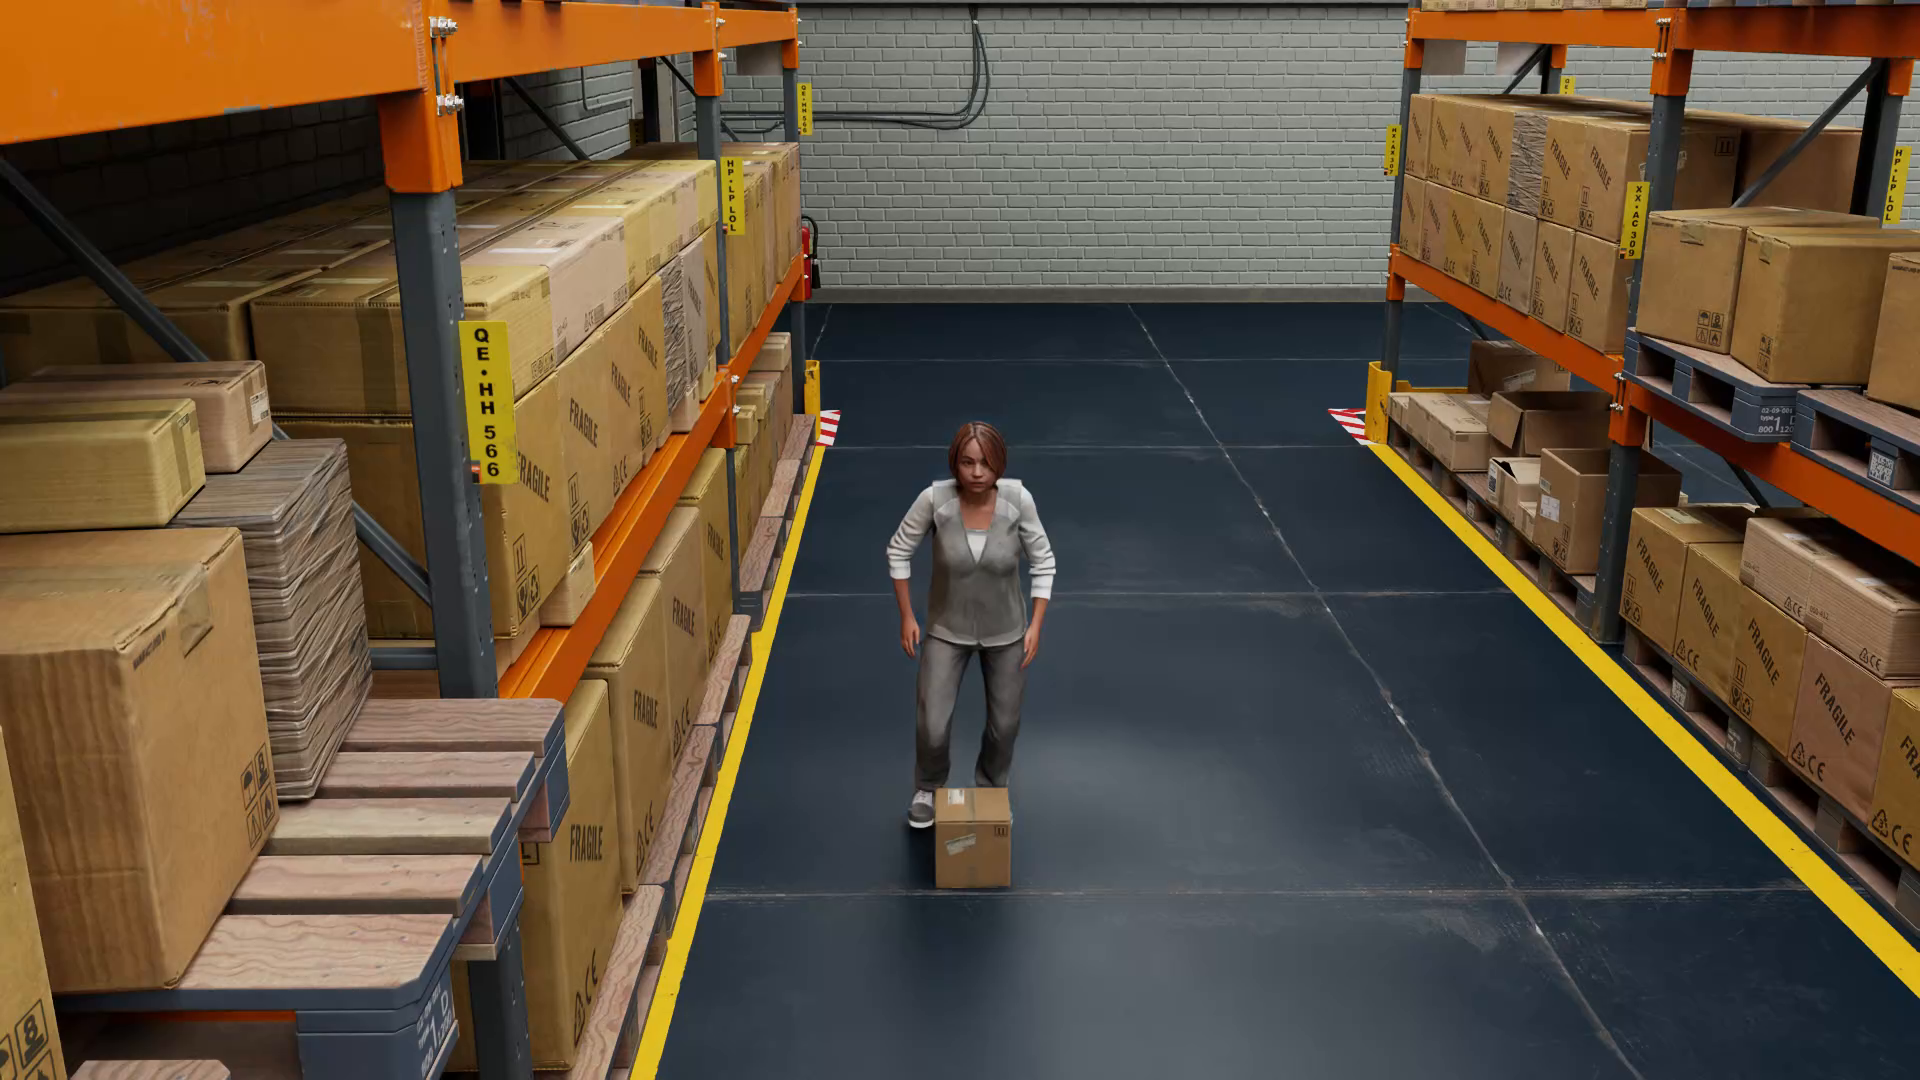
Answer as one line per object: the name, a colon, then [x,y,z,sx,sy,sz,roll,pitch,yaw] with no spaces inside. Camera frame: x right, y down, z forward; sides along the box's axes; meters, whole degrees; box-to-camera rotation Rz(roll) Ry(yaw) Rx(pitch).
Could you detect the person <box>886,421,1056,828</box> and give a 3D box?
person: [0.034,0.309,5.667,0.565,1.535,0.529,-1,17,-3]
